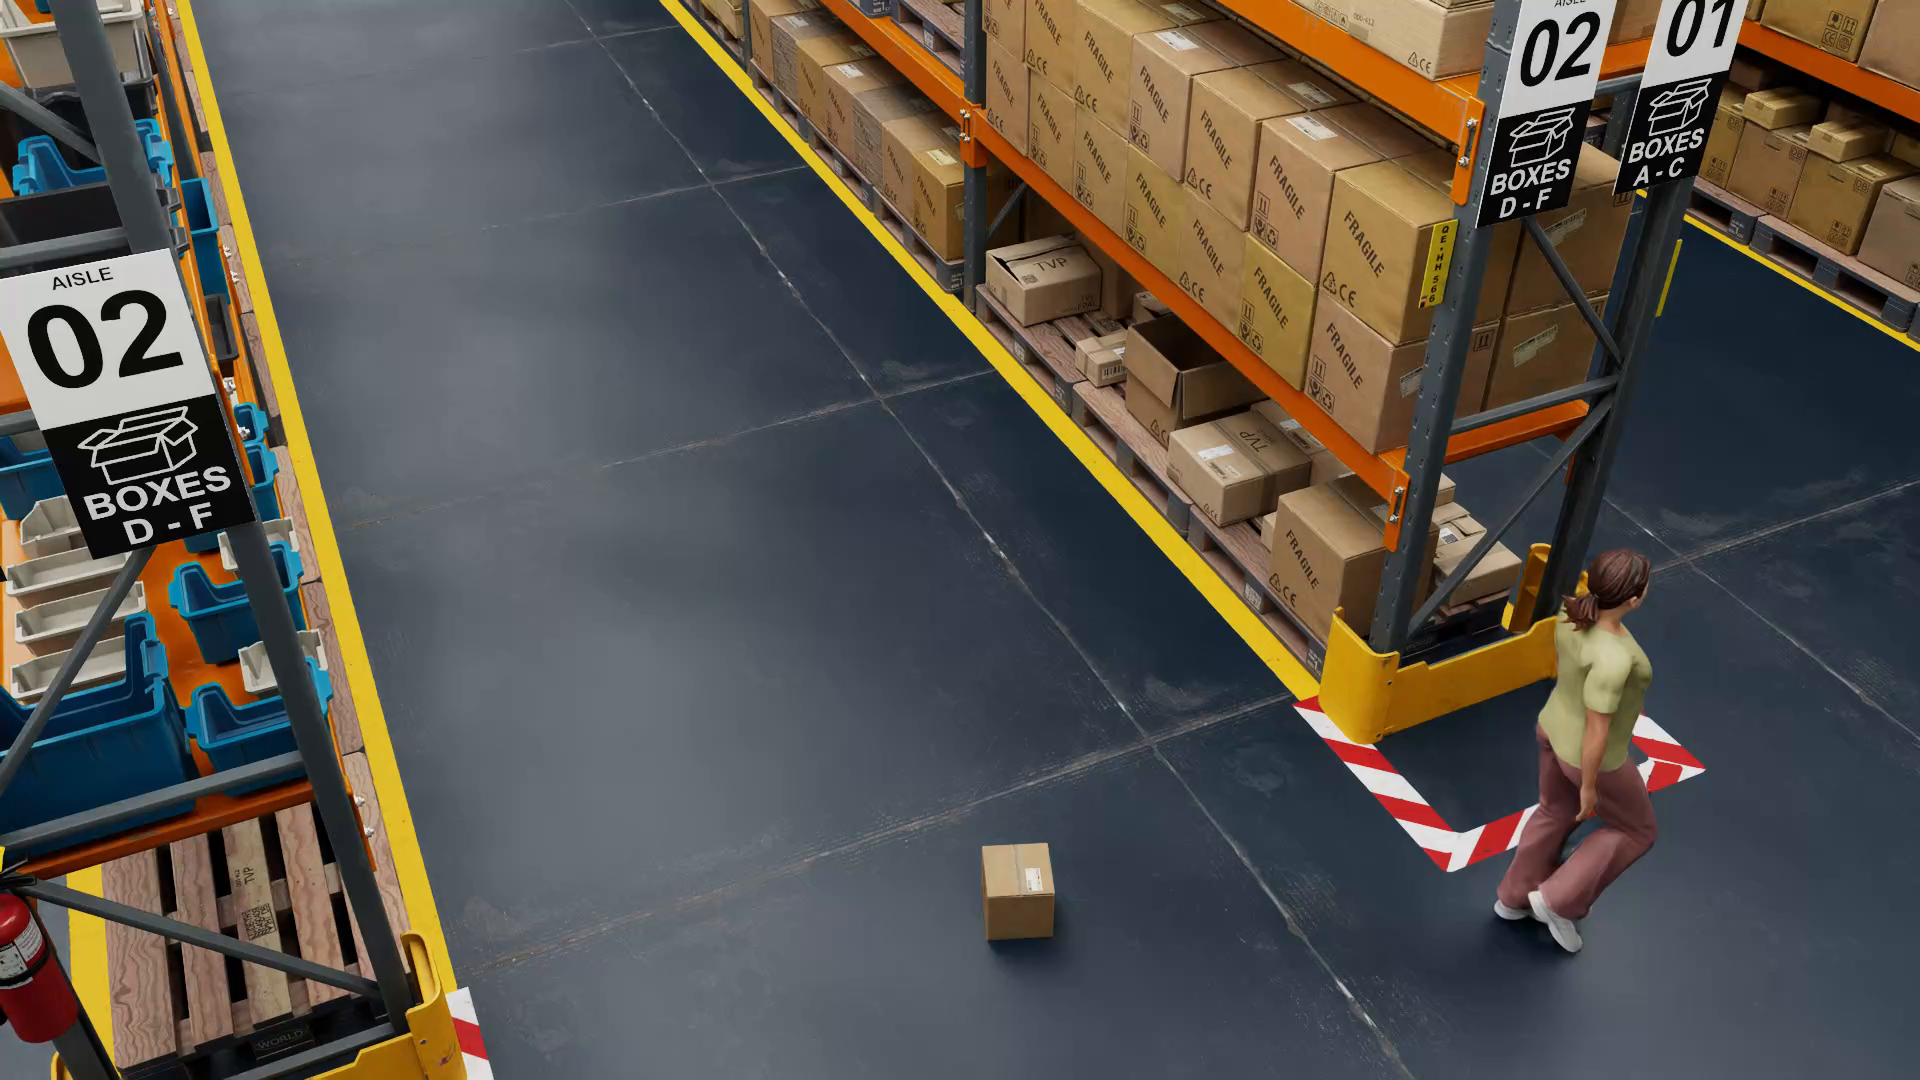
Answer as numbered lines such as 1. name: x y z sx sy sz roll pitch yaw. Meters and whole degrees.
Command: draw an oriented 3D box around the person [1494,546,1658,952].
1. person: 2.236 0.735 5.878 0.472 1.680 0.511 -3 38 -5
